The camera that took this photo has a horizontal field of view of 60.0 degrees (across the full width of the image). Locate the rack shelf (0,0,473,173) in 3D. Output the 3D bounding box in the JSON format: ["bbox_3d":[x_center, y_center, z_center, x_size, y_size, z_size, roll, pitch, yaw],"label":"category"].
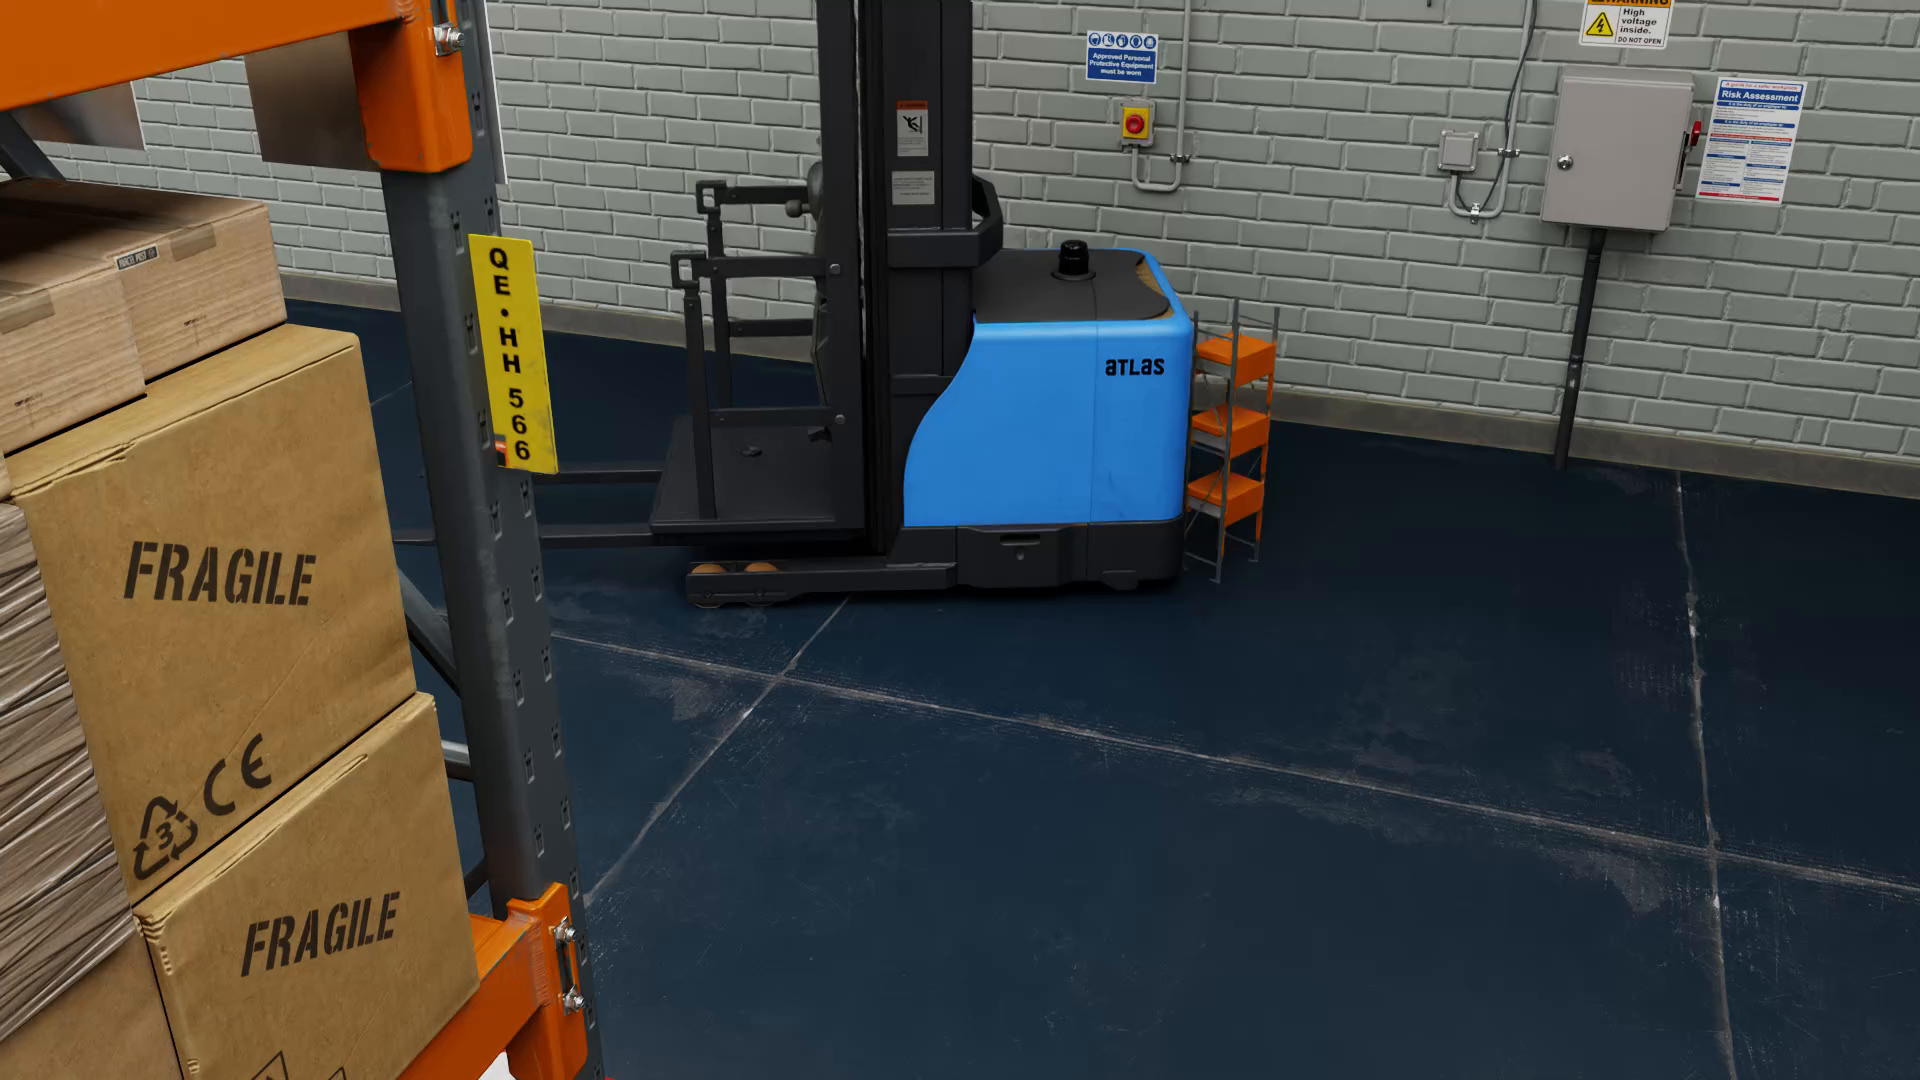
[{"bbox_3d":[-1.767,0.096,0.492,1.077,0.370,4.000,9,27,17],"label":"rack shelf"}]

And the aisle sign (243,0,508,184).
[{"bbox_3d":[-0.786,-0.854,2.089,0.394,0.787,0.004,9,27,17],"label":"aisle sign"}]

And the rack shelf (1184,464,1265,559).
[{"bbox_3d":[1.016,-0.114,6.442,0.240,0.259,0.215,-23,34,-39],"label":"rack shelf"}]

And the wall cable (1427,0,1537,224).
[{"bbox_3d":[2.094,-2.276,6.843,0.588,1.984,0.122,9,27,17],"label":"wall cable"}]

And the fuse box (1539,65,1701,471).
[{"bbox_3d":[2.685,-1.075,7.008,0.539,1.711,0.414,9,27,17],"label":"fuse box"}]

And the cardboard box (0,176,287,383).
[{"bbox_3d":[-1.032,-0.310,1.941,0.380,0.149,0.250,9,27,18],"label":"cardboard box"}]

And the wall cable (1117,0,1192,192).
[{"bbox_3d":[0.752,-2.491,7.252,0.585,1.953,0.123,9,27,17],"label":"wall cable"}]

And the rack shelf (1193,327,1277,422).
[{"bbox_3d":[1.015,-0.619,6.197,0.240,0.259,0.215,-23,34,-39],"label":"rack shelf"}]

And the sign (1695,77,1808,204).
[{"bbox_3d":[3.220,-1.626,6.775,0.329,0.494,0.001,9,27,17],"label":"sign"}]

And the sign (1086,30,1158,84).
[{"bbox_3d":[0.727,-2.174,7.487,0.327,0.218,0.001,9,27,17],"label":"sign"}]

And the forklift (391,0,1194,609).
[{"bbox_3d":[-0.687,-1.299,6.069,3.031,2.935,1.130,-1,26,-3],"label":"forklift"}]

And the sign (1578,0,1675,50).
[{"bbox_3d":[2.702,-2.120,6.739,0.339,0.242,0.001,9,27,17],"label":"sign"}]

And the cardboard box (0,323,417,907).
[{"bbox_3d":[-1.038,0.038,1.967,0.500,0.500,0.500,10,27,19],"label":"cardboard box"}]

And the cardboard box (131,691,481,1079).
[{"bbox_3d":[-1.013,0.492,2.176,0.500,0.500,0.500,9,27,18],"label":"cardboard box"}]

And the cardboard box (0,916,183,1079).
[{"bbox_3d":[-1.194,0.696,1.755,0.500,0.500,0.500,8,27,16],"label":"cardboard box"}]

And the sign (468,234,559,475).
[{"bbox_3d":[-0.595,-0.243,2.209,0.100,0.325,0.005,9,27,17],"label":"sign"}]

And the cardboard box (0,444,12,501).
[{"bbox_3d":[-1.101,-0.084,1.474,0.380,0.149,0.250,8,27,17],"label":"cardboard box"}]

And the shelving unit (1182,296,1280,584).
[{"bbox_3d":[1.016,-0.374,6.316,0.252,1.050,0.215,-23,34,-39],"label":"shelving unit"}]

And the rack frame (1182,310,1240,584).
[{"bbox_3d":[0.929,-0.336,6.239,0.008,1.050,0.200,-23,34,-39],"label":"rack frame"}]

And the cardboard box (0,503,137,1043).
[{"bbox_3d":[-1.184,0.257,1.514,0.500,0.500,0.500,9,27,18],"label":"cardboard box"}]

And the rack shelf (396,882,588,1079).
[{"bbox_3d":[-1.767,1.446,1.146,1.077,0.370,4.000,9,27,17],"label":"rack shelf"}]

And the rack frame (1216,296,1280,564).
[{"bbox_3d":[1.102,-0.411,6.393,0.008,1.050,0.200,-23,34,-39],"label":"rack frame"}]

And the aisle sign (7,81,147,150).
[{"bbox_3d":[-1.351,-0.941,2.268,0.394,0.787,0.004,9,27,17],"label":"aisle sign"}]

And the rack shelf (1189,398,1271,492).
[{"bbox_3d":[1.016,-0.364,6.321,0.240,0.259,0.215,-23,34,-39],"label":"rack shelf"}]

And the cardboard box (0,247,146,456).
[{"bbox_3d":[-1.094,-0.202,1.719,0.380,0.149,0.250,9,27,18],"label":"cardboard box"}]
